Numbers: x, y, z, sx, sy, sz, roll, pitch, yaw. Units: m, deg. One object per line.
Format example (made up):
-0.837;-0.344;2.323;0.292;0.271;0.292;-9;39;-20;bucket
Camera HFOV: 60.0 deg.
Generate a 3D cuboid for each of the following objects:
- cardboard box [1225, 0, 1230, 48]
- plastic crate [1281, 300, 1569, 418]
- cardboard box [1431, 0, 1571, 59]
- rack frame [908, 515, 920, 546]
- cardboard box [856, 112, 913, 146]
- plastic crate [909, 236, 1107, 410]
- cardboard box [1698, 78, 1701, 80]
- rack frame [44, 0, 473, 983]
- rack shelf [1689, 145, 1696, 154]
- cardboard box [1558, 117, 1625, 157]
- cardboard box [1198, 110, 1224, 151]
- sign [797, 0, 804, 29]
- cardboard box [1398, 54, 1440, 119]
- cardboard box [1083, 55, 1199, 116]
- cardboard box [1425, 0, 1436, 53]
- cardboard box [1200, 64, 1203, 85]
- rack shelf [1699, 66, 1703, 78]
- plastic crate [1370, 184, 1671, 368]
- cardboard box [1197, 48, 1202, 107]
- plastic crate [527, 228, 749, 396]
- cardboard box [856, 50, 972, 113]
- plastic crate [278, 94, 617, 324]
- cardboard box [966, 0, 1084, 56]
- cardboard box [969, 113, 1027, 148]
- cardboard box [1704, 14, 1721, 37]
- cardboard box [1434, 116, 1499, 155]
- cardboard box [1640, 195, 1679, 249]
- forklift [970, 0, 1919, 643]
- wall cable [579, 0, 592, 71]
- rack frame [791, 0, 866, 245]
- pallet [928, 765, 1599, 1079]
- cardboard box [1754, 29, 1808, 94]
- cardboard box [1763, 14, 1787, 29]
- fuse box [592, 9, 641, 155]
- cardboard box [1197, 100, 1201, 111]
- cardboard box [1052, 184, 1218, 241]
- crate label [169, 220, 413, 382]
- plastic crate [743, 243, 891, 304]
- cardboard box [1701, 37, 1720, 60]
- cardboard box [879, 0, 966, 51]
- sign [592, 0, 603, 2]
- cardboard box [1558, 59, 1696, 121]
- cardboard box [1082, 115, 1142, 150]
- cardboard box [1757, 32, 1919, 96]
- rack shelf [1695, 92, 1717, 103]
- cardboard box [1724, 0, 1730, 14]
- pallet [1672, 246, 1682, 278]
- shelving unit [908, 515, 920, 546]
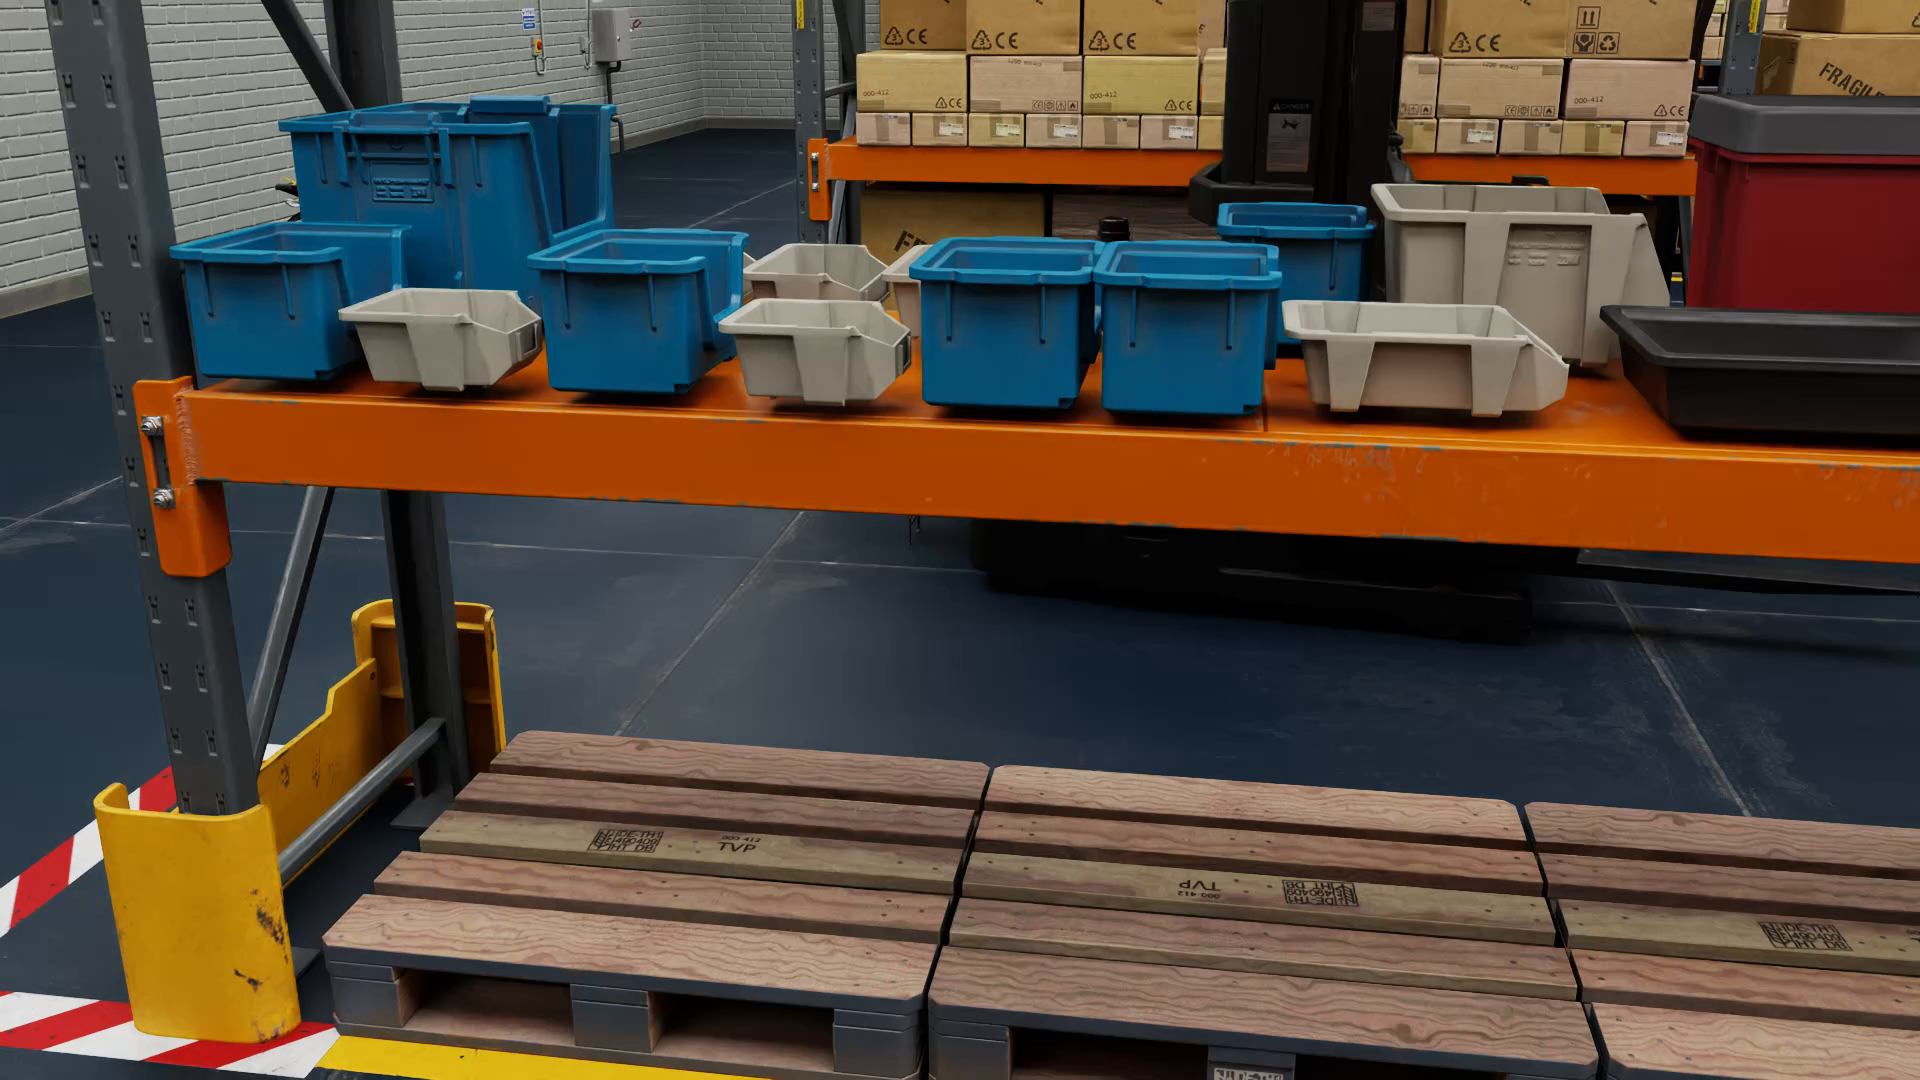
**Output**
2.187;-3.719;12.065;0.500;0.500;0.500;2;19;7;cardboard box
0.780;-0.306;2.812;0.466;0.136;0.293;3;19;9;plastic crate
2.342;-2.353;7.193;0.500;0.500;0.500;3;19;9;cardboard box
-0.173;-0.507;6.163;0.008;1.050;0.200;3;19;9;rack frame
-0.319;-1.922;7.716;0.250;0.149;0.380;3;19;9;cardboard box
0.089;-0.378;2.875;0.300;0.233;0.416;3;19;9;plastic crate
7.305;-4.163;16.705;0.875;0.875;0.875;3;19;9;cardboard box
-1.403;-0.611;3.401;0.127;3.000;1.000;3;19;9;rack frame
5.307;-1.519;7.250;4.000;0.370;1.077;3;19;9;rack shelf
2.725;-1.768;7.255;0.250;0.149;0.380;3;19;10;cardboard box
1.200;-1.845;7.486;0.250;0.149;0.380;2;19;7;cardboard box
-0.711;-2.437;7.370;0.005;0.325;0.100;3;19;9;sign
1.840;-2.022;7.387;0.500;0.250;0.500;3;19;10;cardboard box
0.824;-2.073;7.539;0.500;0.250;0.500;2;19;7;cardboard box
2.415;-2.518;7.687;0.500;0.500;0.500;3;19;9;cardboard box
1.833;-3.430;12.224;0.250;0.149;0.380;3;19;8;cardboard box
6.879;-4.624;16.529;4.000;0.370;1.077;3;19;9;rack shelf
1.068;-0.516;3.211;0.530;0.282;0.437;3;19;9;plastic crate
0.907;-2.240;8.038;0.500;0.250;0.500;2;19;7;cardboard box
-0.561;-0.411;2.974;0.300;0.233;0.416;3;19;9;plastic crate
-0.186;-2.124;7.690;0.500;0.250;0.500;2;19;7;cardboard box
-1.042;-0.698;3.511;0.499;0.435;0.616;3;19;9;plastic crate
0.308;-2.454;7.496;0.500;0.500;0.500;2;19;7;cardboard box
0.188;-1.897;7.641;0.250;0.149;0.380;2;19;7;cardboard box
5.046;-3.542;11.427;0.250;0.149;0.380;3;19;10;cardboard box
2.218;-1.794;7.332;0.250;0.149;0.380;3;19;10;cardboard box
4.906;-2.403;12.037;0.500;0.500;0.500;4;19;11;cardboard box
1.611;-1.248;5.414;3.031;2.935;1.130;5;19;15;forklift
-4.403;-6.470;19.312;0.122;1.984;0.588;3;19;9;wall cable
-0.617;-2.162;8.039;0.127;3.000;1.000;3;19;9;rack frame
0.607;0.827;3.498;1.213;0.211;1.003;3;19;9;pallet
3.838;-2.071;7.607;0.500;0.500;0.500;3;19;9;cardboard box
5.569;-3.516;11.350;0.250;0.149;0.380;4;19;11;cardboard box
-4.139;-5.583;20.293;0.414;1.711;0.539;3;19;9;fuse box
1.052;-2.065;8.143;0.250;0.149;0.380;3;19;9;cardboard box
0.926;-1.301;8.151;0.875;0.875;0.875;3;19;9;cardboard box
-1.211;-0.444;3.073;0.303;0.233;0.416;3;19;9;crate label
-0.285;-0.511;3.423;0.243;0.136;0.396;3;19;9;plastic crate
5.056;-3.400;11.472;0.250;0.149;0.380;3;19;9;cardboard box
-0.094;-2.646;8.069;0.500;0.500;0.500;3;19;9;cardboard box
-4.352;-6.579;19.937;0.001;0.242;0.339;3;19;9;sign
2.855;-1.971;7.234;0.500;0.250;0.500;3;19;8;cardboard box
0.696;-1.871;7.563;0.250;0.149;0.380;3;19;8;cardboard box
3.747;-1.907;7.118;0.500;0.500;0.500;3;19;9;cardboard box
6.194;-3.068;11.879;4.000;0.370;1.077;3;19;9;rack shelf
5.310;-3.669;11.338;0.250;0.149;0.380;3;19;8;cardboard box
4.988;-2.149;12.393;1.213;0.211;1.003;3;19;9;pallet
-0.053;-0.501;6.145;0.252;1.050;0.215;3;19;9;shelving unit
